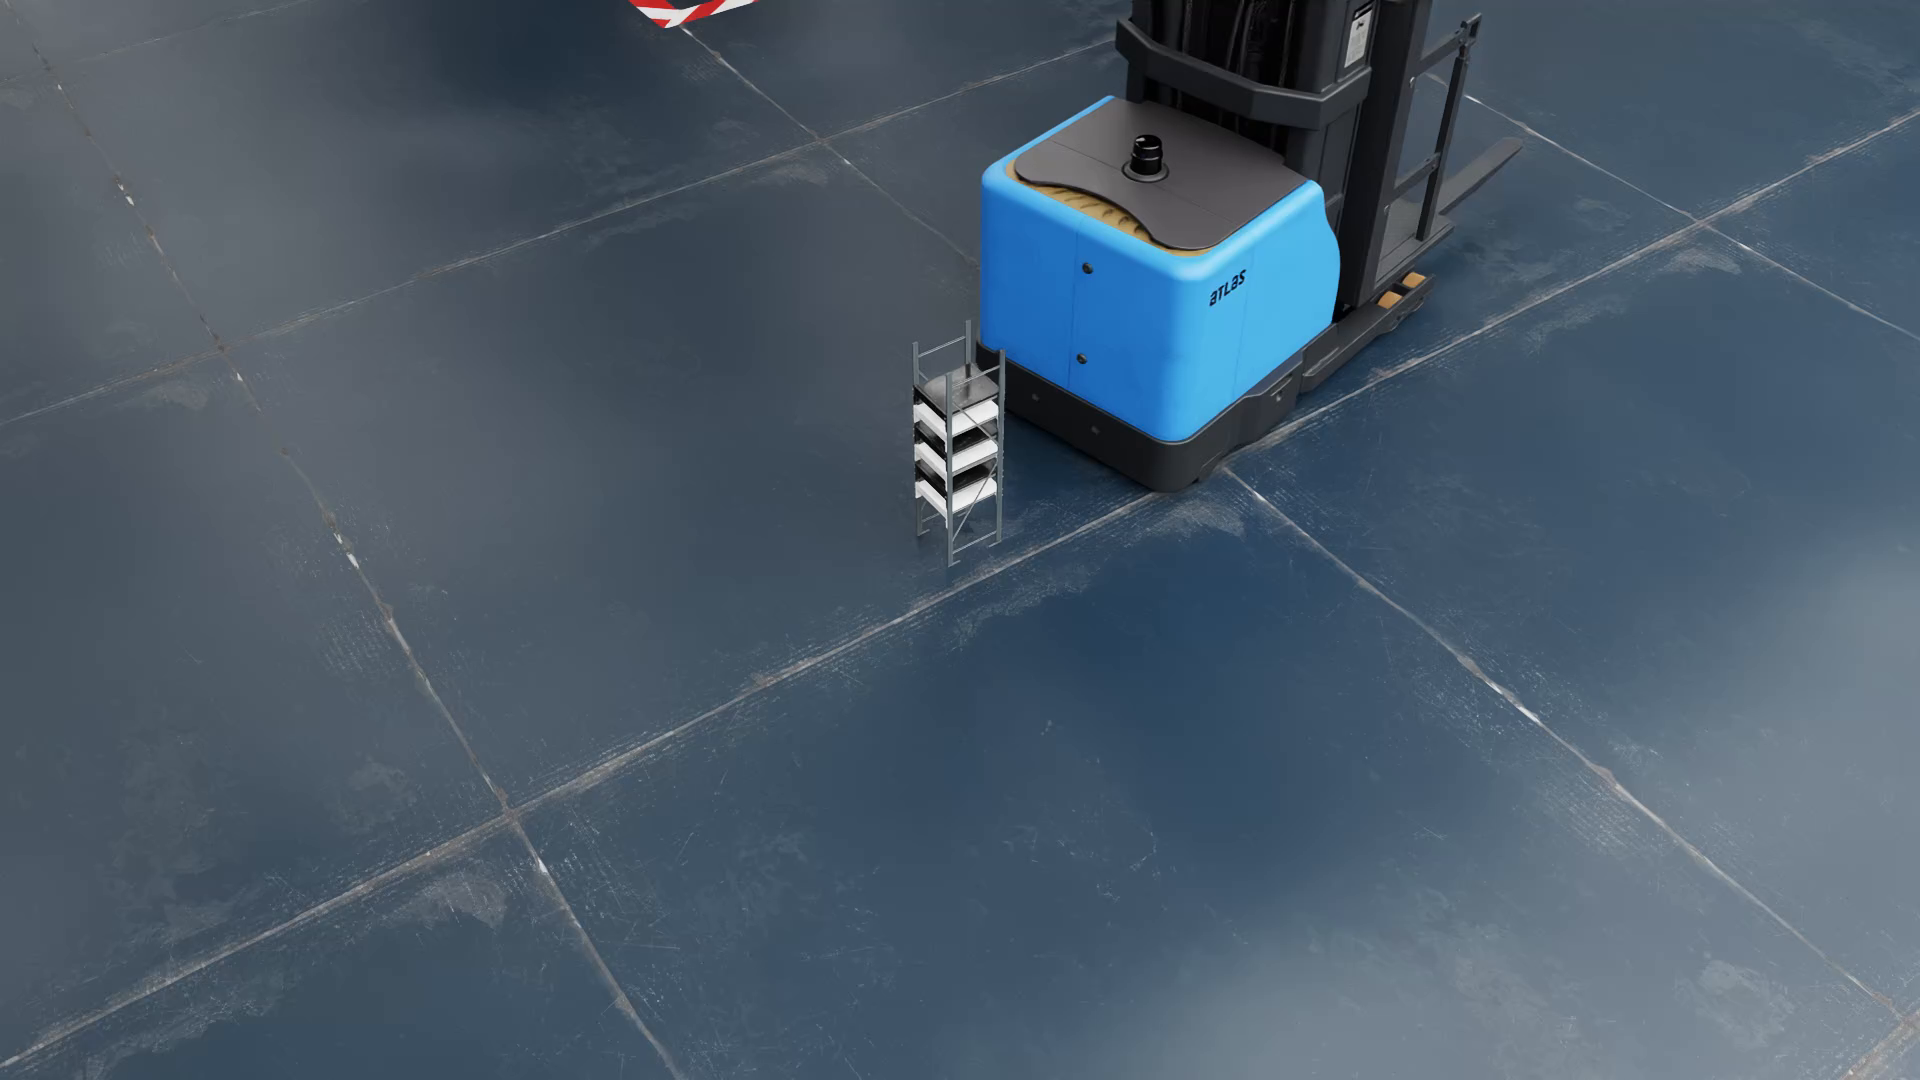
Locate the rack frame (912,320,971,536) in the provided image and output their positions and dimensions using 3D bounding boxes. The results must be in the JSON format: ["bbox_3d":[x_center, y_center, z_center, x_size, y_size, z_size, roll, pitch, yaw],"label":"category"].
[{"bbox_3d":[-0.063,-0.388,6.004,0.240,0.900,0.006,-26,49,-24],"label":"rack frame"}]

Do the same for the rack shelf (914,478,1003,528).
[{"bbox_3d":[-0.005,-0.176,6.091,0.258,0.077,0.200,-26,49,-24],"label":"rack shelf"}]

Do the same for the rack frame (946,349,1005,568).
[{"bbox_3d":[0.054,-0.273,5.884,0.240,0.900,0.006,-26,49,-24],"label":"rack frame"}]

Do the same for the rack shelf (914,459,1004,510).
[{"bbox_3d":[-0.005,-0.241,6.029,0.258,0.077,0.200,-26,49,-24],"label":"rack shelf"}]

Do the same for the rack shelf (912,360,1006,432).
[{"bbox_3d":[-0.005,-0.501,5.781,0.258,0.077,0.200,-26,49,-24],"label":"rack shelf"}]

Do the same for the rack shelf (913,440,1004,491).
[{"bbox_3d":[-0.005,-0.306,5.967,0.258,0.077,0.200,-26,49,-24],"label":"rack shelf"}]

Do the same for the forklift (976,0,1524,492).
[{"bbox_3d":[1.423,-2.178,6.409,1.130,2.935,3.031,32,52,29],"label":"forklift"}]

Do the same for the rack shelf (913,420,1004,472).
[{"bbox_3d":[-0.005,-0.371,5.905,0.258,0.077,0.200,-26,49,-24],"label":"rack shelf"}]

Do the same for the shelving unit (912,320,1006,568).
[{"bbox_3d":[-0.005,-0.330,5.944,0.258,0.900,0.210,-26,49,-24],"label":"shelving unit"}]

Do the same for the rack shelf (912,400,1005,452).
[{"bbox_3d":[-0.005,-0.436,5.843,0.258,0.077,0.200,-26,49,-24],"label":"rack shelf"}]
